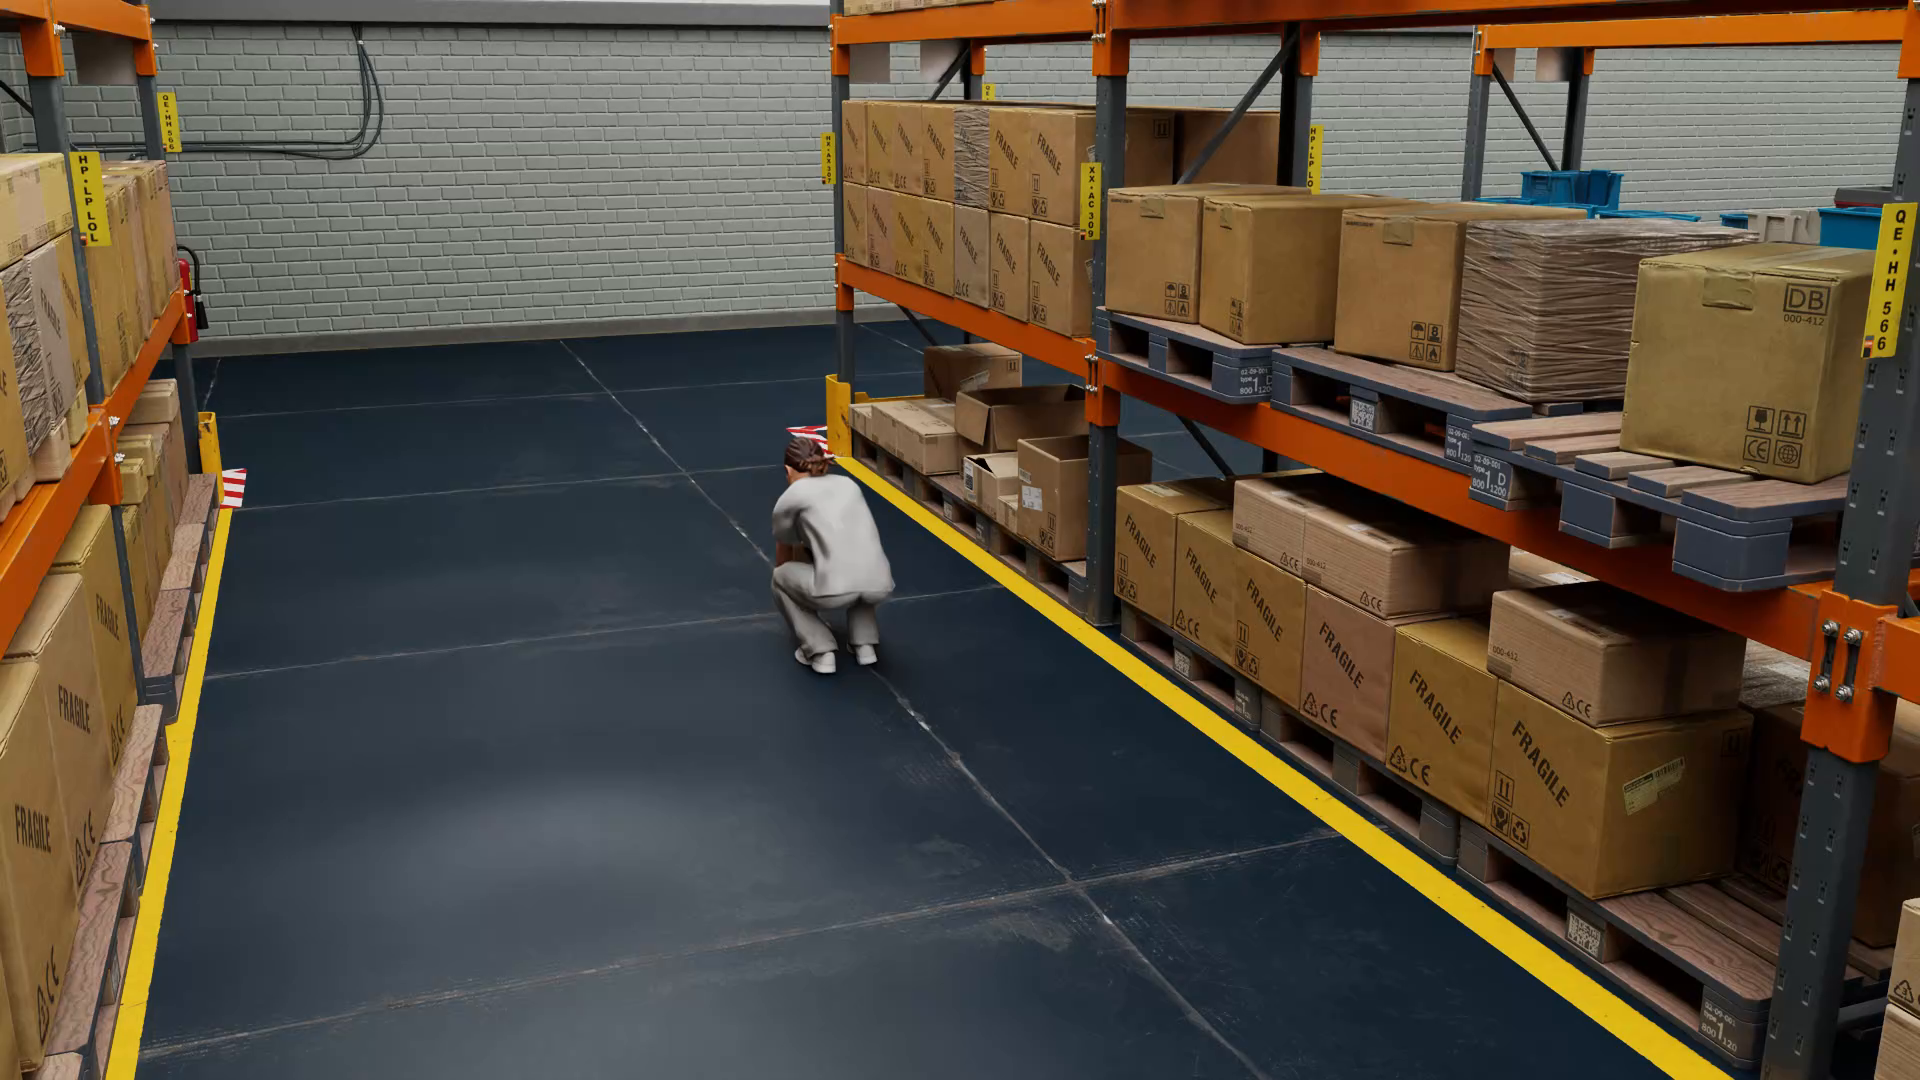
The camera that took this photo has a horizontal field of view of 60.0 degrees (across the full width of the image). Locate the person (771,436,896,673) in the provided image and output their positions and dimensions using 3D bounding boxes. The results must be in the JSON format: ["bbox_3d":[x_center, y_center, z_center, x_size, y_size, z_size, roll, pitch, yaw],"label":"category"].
[{"bbox_3d":[-0.575,0.047,7.235,0.467,0.943,0.807,-6,17,-21],"label":"person"}]
